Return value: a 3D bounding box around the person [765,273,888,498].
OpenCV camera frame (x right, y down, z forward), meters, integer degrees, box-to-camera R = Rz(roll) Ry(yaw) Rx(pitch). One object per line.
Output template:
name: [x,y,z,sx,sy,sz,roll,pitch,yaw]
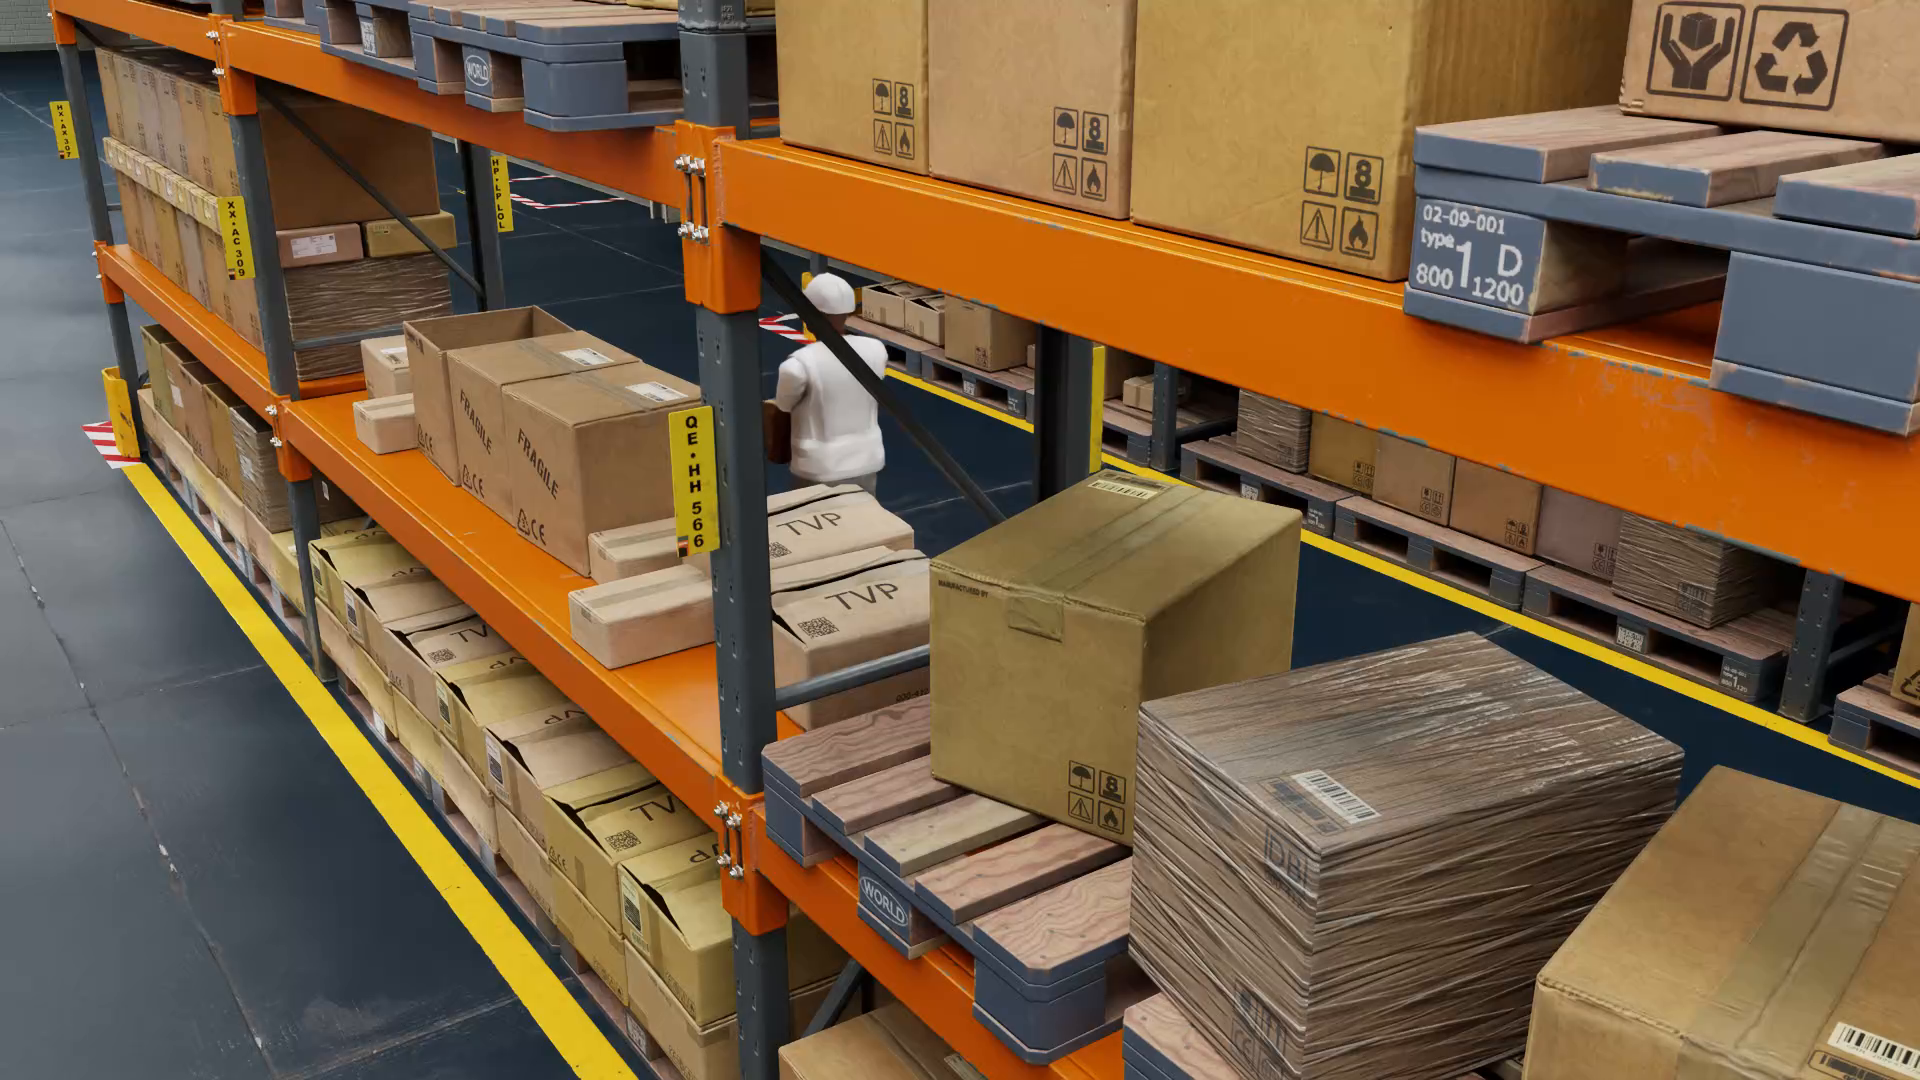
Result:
person: [-0.619,-0.333,7.410,0.505,1.763,0.558,-15,26,-33]
